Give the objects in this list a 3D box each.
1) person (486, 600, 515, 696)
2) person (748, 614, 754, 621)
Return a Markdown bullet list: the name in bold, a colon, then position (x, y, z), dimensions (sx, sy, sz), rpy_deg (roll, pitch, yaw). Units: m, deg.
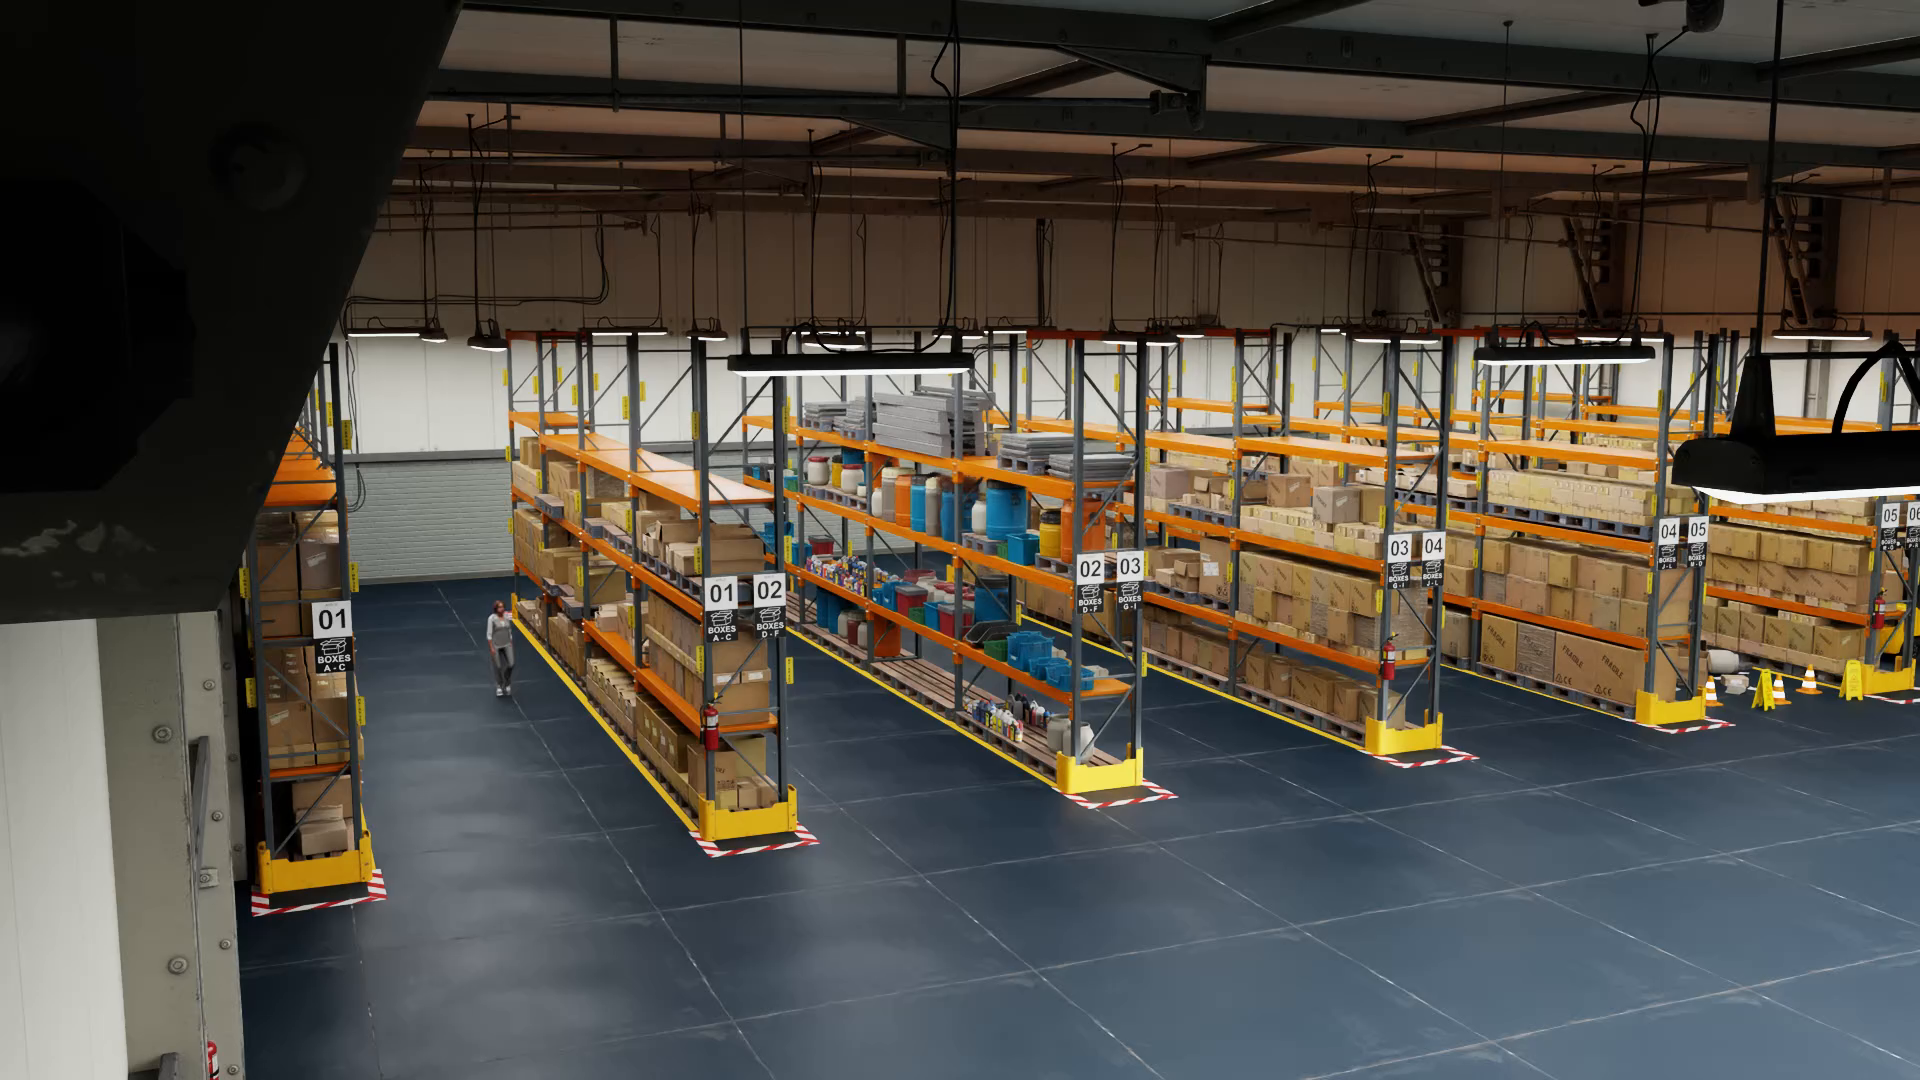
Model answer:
- **person**: position (-7.611, 1.797, 27.539), dimensions (0.442, 1.615, 0.460), rpy_deg (-4, 9, -26)
- **person**: position (-4.186, 0.935, 33.598), dimensions (0.458, 1.639, 0.953), rpy_deg (-1, 8, -5)
